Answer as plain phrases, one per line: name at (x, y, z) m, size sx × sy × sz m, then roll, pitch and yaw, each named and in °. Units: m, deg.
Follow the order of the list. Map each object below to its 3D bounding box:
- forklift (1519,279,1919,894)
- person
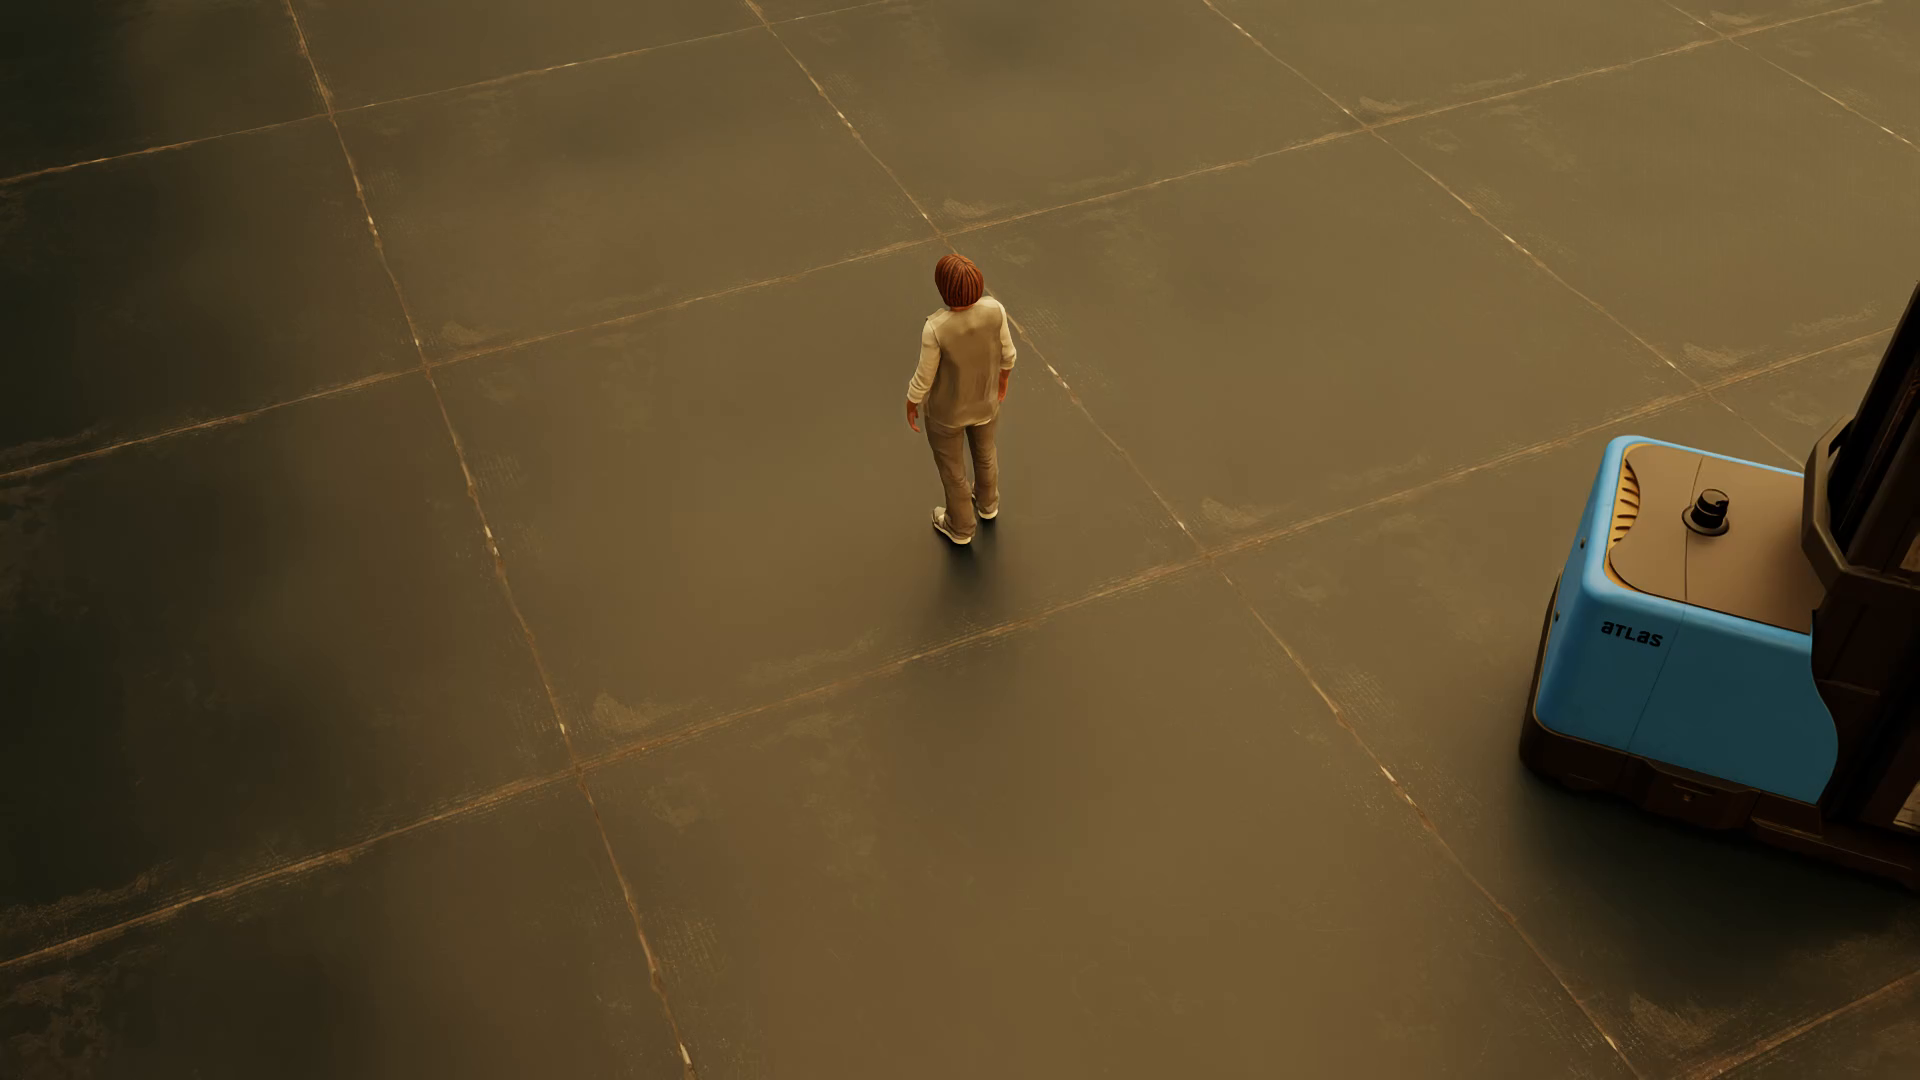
forklift at (3.852, -0.048, 5.732) m, size 3.031 × 2.935 × 1.130 m, roll 15°, pitch 45°, yaw 16°
person at (-0.019, -0.639, 7.332) m, size 0.521 × 1.599 × 0.473 m, roll -18°, pitch 46°, yaw -18°
